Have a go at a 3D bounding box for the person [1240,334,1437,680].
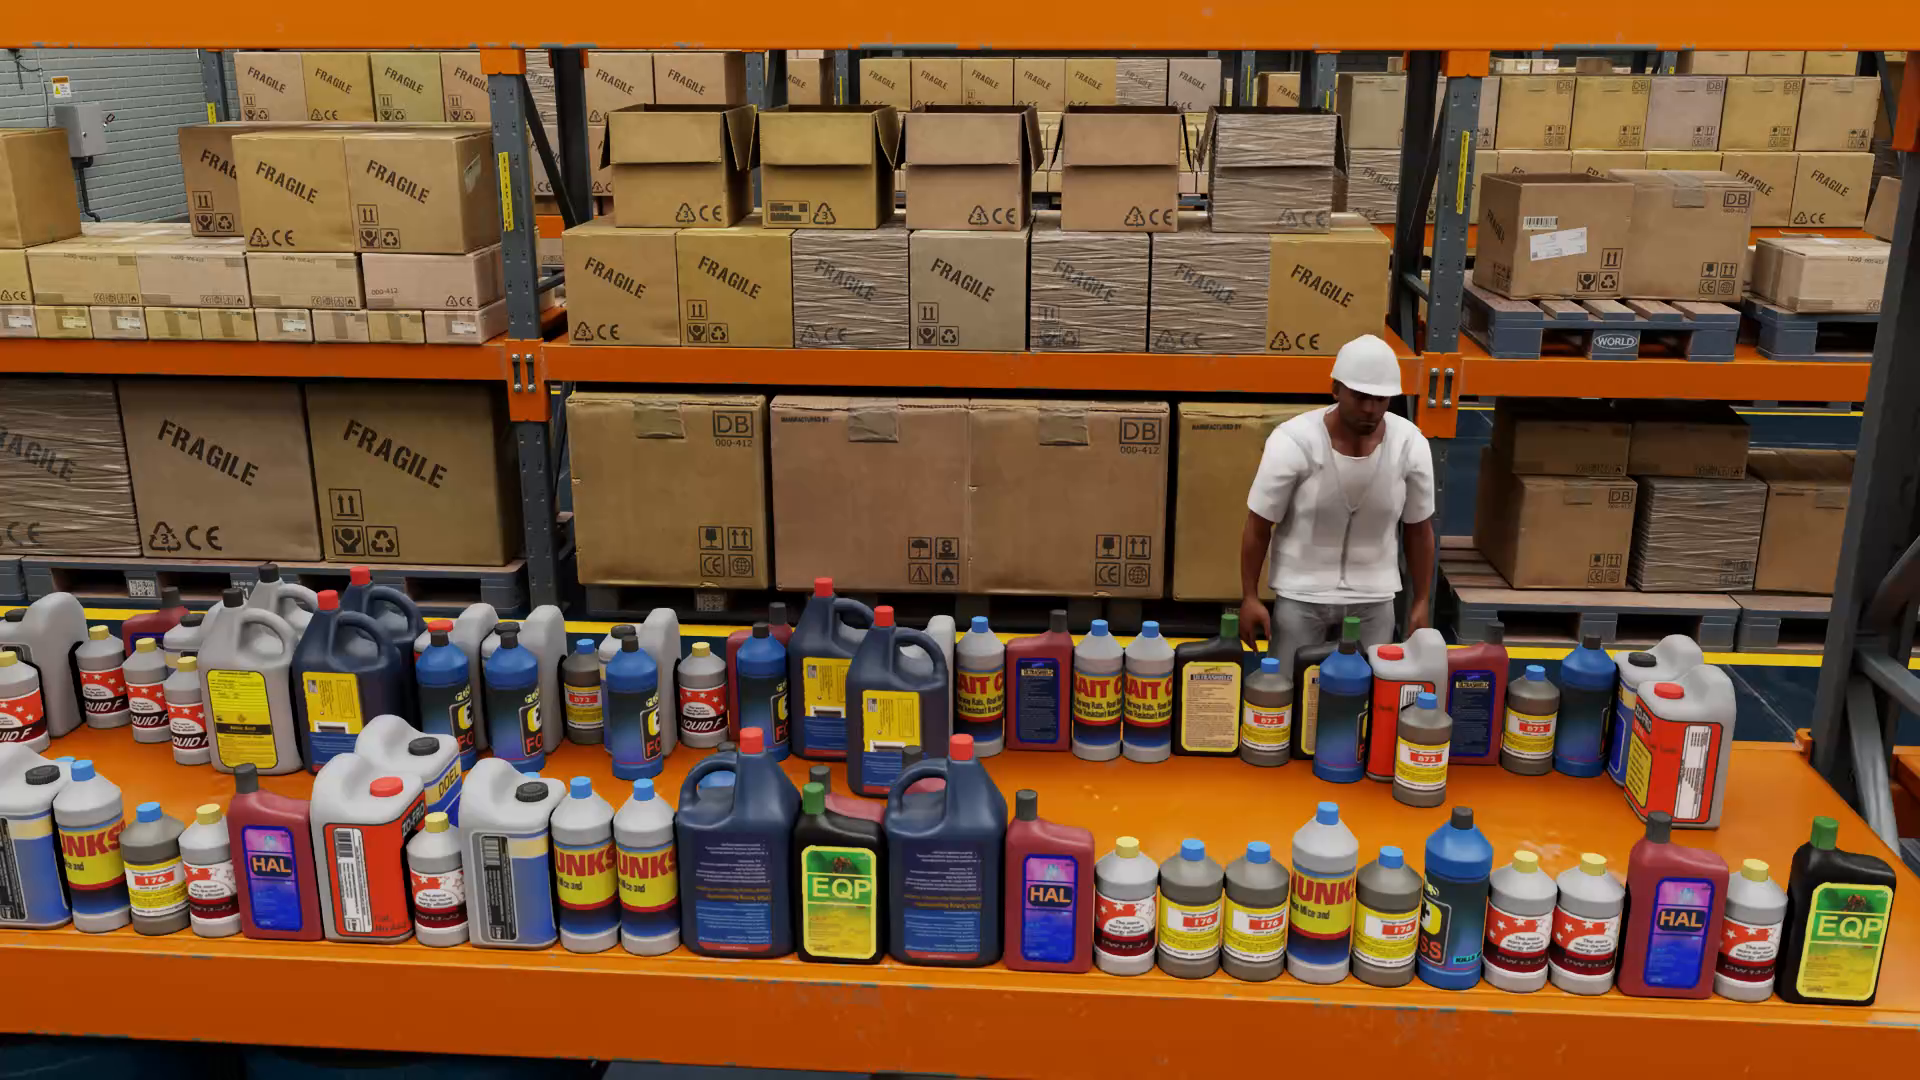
[{"bbox_3d":[1.221,0.200,5.380,0.635,1.759,0.455,0,17,1],"label":"person"}]
